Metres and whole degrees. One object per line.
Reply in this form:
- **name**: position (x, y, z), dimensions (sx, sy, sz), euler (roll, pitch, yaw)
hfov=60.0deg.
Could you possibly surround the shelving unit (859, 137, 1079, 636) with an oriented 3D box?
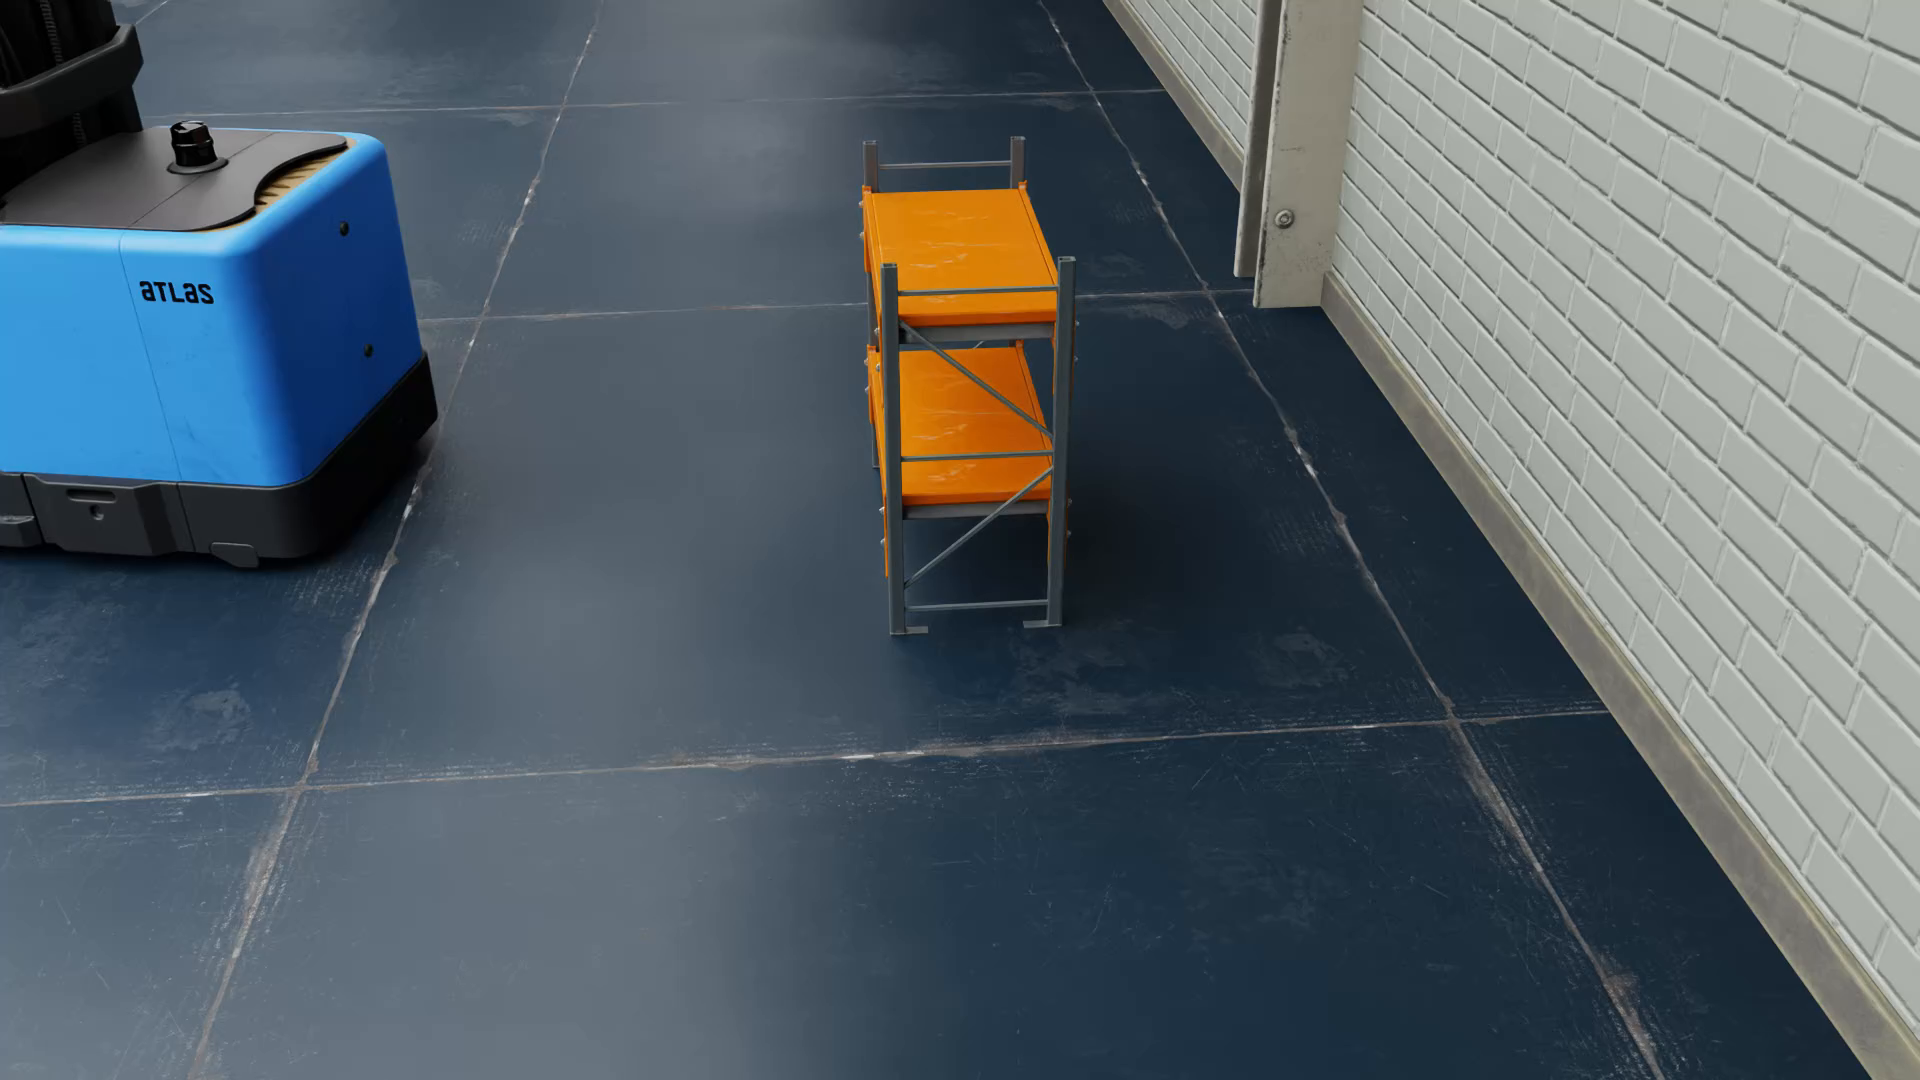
- **shelving unit**: position (-0.001, -0.486, 4.967), dimensions (0.538, 1.125, 1.048), euler (-3, 31, -5)

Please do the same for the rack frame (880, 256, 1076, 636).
- **rack frame**: position (0.047, -0.227, 4.533), dimensions (0.500, 1.125, 0.032), euler (-3, 31, -5)

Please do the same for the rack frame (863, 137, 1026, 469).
- **rack frame**: position (-0.048, -0.746, 5.402), dimensions (0.500, 1.125, 0.032), euler (-3, 31, -5)

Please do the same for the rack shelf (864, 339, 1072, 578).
- **rack shelf**: position (-0.001, -0.276, 5.093), dimensions (0.538, 0.278, 1.000), euler (-3, 31, -5)

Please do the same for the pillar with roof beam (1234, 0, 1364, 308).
- **pillar with roof beam**: position (-2.933, -4.720, 4.377), dimensions (9.100, 9.000, 0.400), euler (-3, 31, -5)

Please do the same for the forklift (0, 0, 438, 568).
- **forklift**: position (-3.383, -1.493, 4.891), dimensions (3.031, 2.935, 1.130), euler (3, 31, 6)

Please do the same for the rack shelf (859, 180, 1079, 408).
- **rack shelf**: position (-0.001, -0.738, 4.817), dimensions (0.538, 0.278, 1.000), euler (-3, 31, -5)
